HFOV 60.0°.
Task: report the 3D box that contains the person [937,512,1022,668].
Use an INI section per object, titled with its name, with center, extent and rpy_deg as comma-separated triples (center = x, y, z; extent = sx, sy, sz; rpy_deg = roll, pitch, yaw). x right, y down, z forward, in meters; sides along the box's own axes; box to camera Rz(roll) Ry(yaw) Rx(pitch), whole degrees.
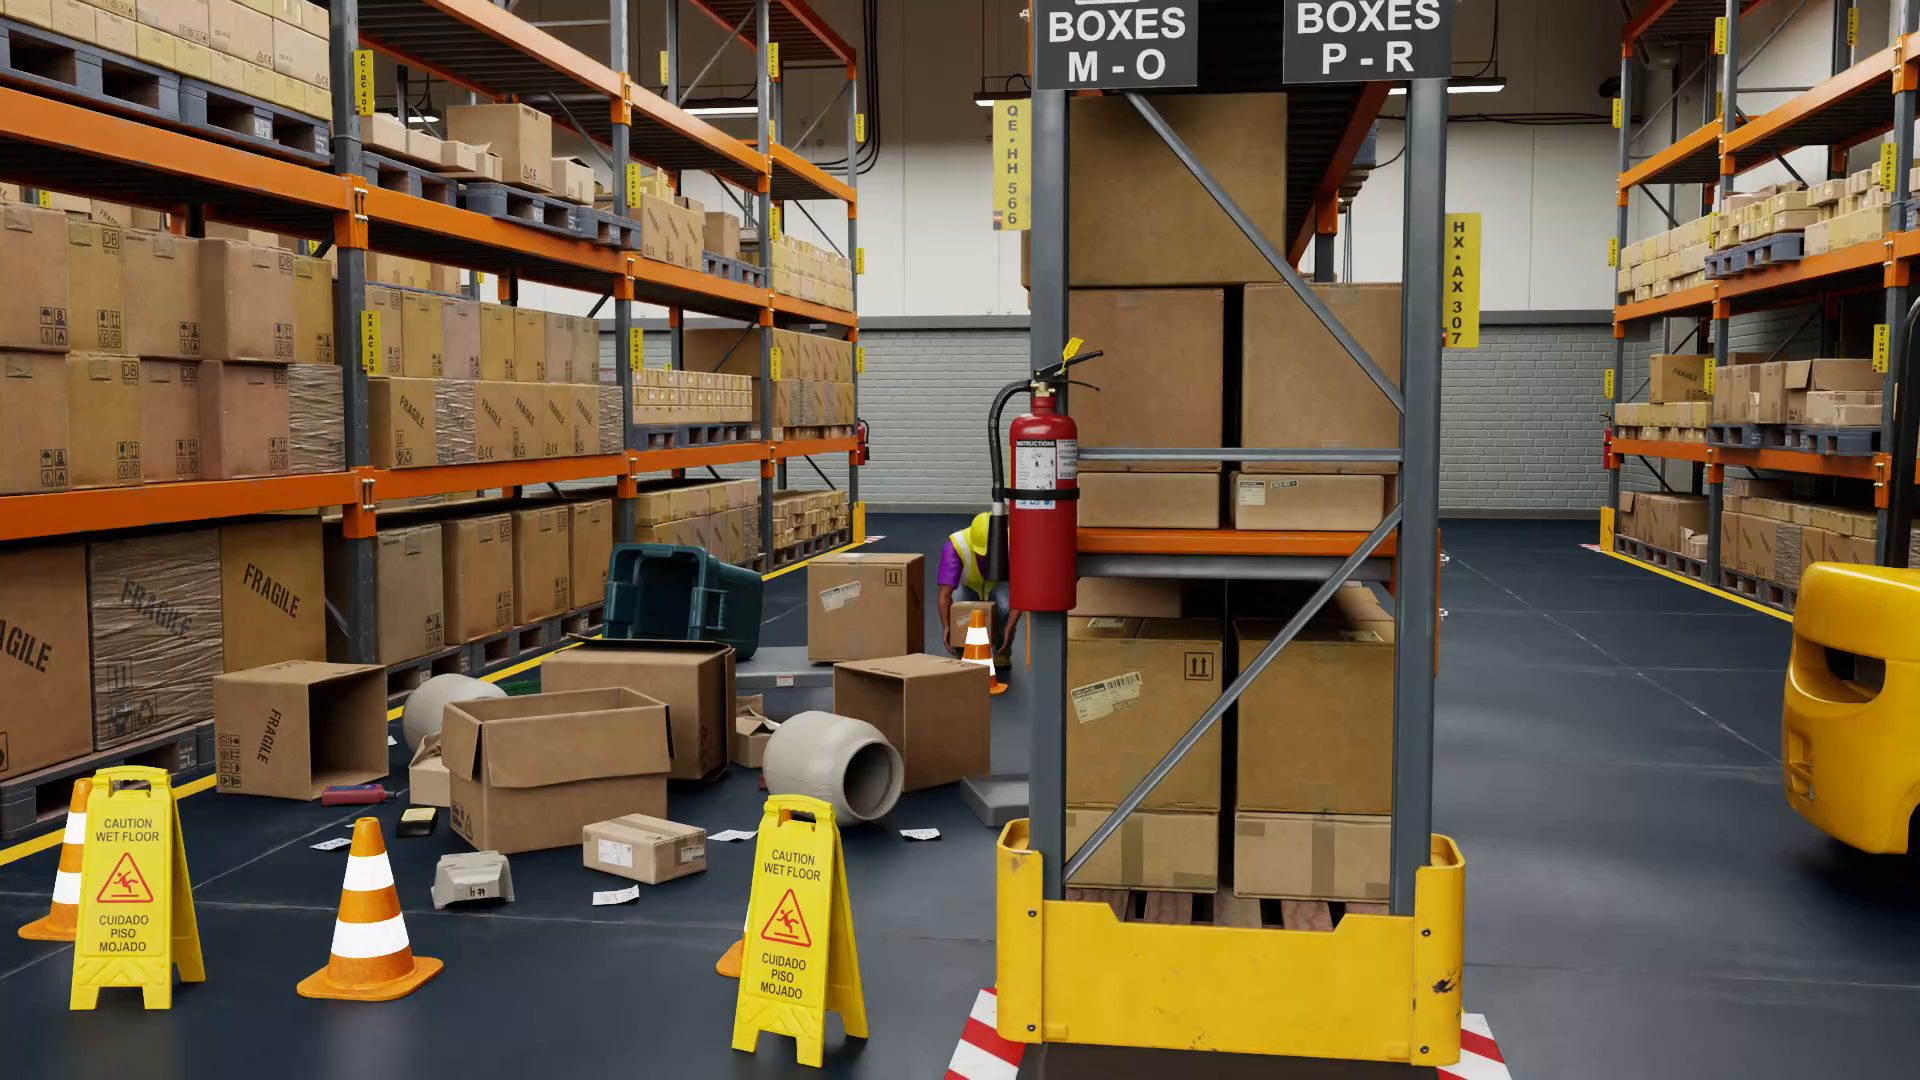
[person]
center = 0.172, 0.311, 10.434
extent = 0.582, 1.008, 0.902
rpy_deg = 1, 4, 9
